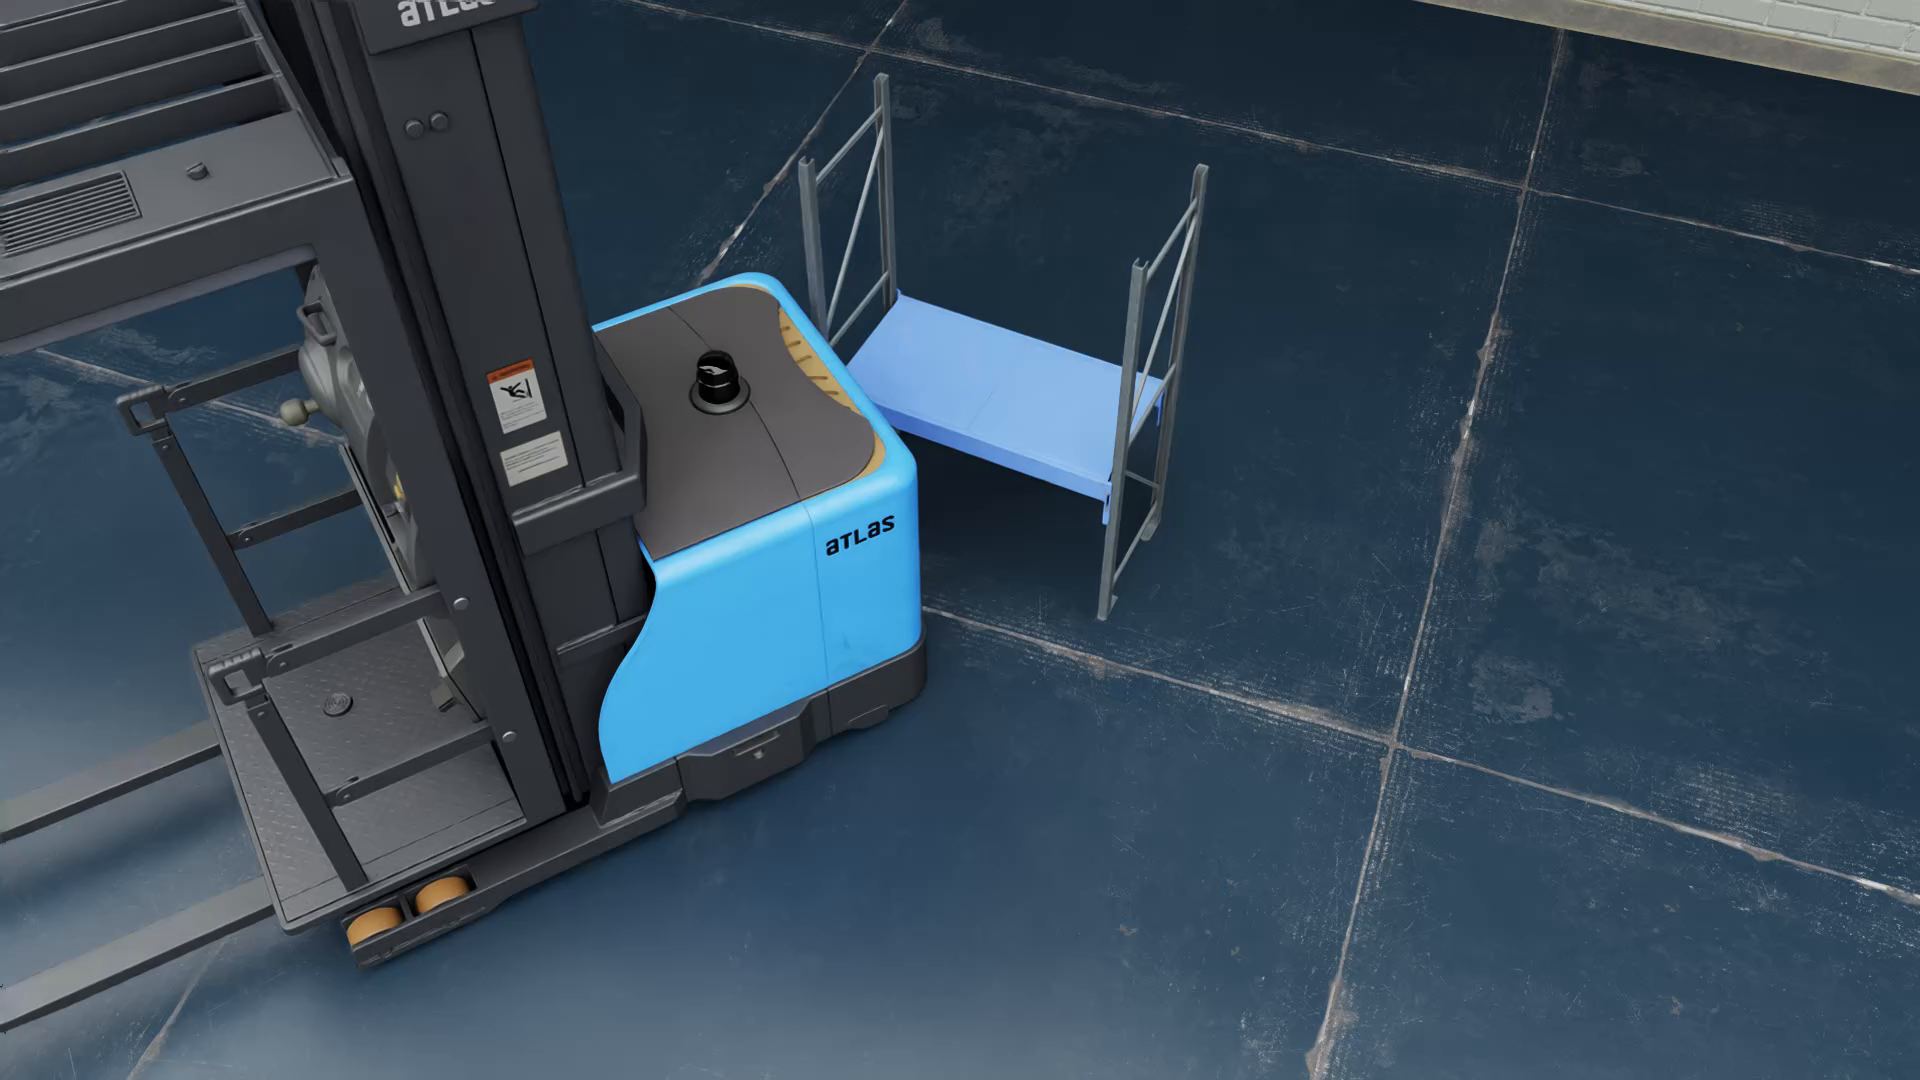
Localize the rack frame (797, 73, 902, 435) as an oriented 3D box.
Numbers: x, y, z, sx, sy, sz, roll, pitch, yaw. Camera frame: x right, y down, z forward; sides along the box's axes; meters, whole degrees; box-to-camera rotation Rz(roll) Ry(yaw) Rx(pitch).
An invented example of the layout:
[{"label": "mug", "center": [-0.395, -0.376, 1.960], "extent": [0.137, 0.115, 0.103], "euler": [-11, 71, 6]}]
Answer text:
[{"label": "rack frame", "center": [-0.335, -0.733, 5.393], "extent": [0.032, 1.500, 0.500], "euler": [20, 52, 17]}]

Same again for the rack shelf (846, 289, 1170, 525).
[{"label": "rack shelf", "center": [0.121, -0.447, 5.383], "extent": [1.000, 0.185, 0.538], "euler": [20, 52, 17]}]

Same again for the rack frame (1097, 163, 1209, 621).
[{"label": "rack frame", "center": [0.578, -0.395, 5.100], "extent": [0.032, 1.500, 0.500], "euler": [20, 52, 17]}]

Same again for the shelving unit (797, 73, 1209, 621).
[{"label": "shelving unit", "center": [0.121, -0.564, 5.247], "extent": [1.048, 1.500, 0.538], "euler": [20, 52, 17]}]

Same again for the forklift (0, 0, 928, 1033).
[{"label": "forklift", "center": [-1.640, -0.226, 4.006], "extent": [3.031, 2.935, 1.130], "euler": [-23, 53, -19]}]
